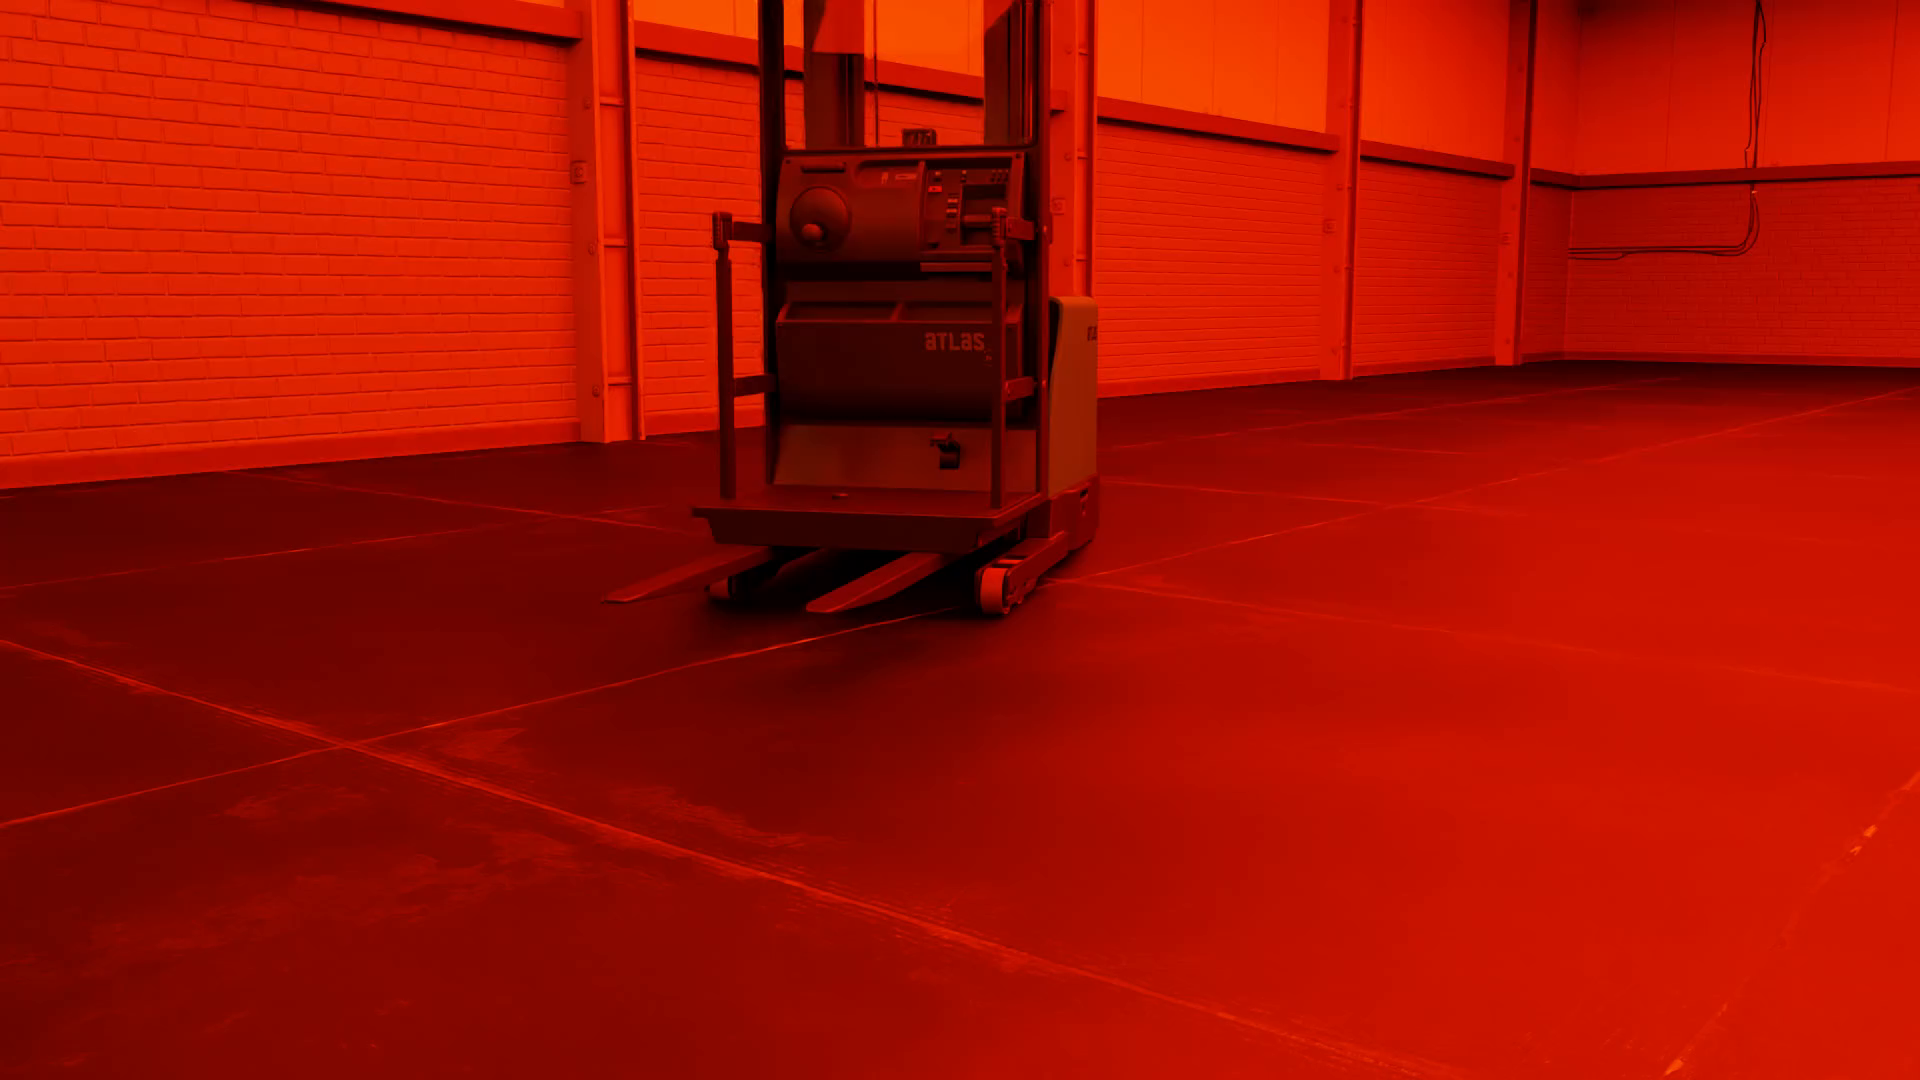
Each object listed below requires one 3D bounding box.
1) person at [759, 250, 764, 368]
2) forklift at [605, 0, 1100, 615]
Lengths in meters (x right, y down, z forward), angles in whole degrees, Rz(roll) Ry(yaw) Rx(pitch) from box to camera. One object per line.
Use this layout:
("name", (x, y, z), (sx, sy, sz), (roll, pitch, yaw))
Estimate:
("person", (-0.525, -0.877, 7.763), (0.781, 1.649, 1.086), (1, 8, 10))
("forklift", (-0.278, -1.257, 5.872), (1.130, 2.935, 3.031), (2, 9, 15))
